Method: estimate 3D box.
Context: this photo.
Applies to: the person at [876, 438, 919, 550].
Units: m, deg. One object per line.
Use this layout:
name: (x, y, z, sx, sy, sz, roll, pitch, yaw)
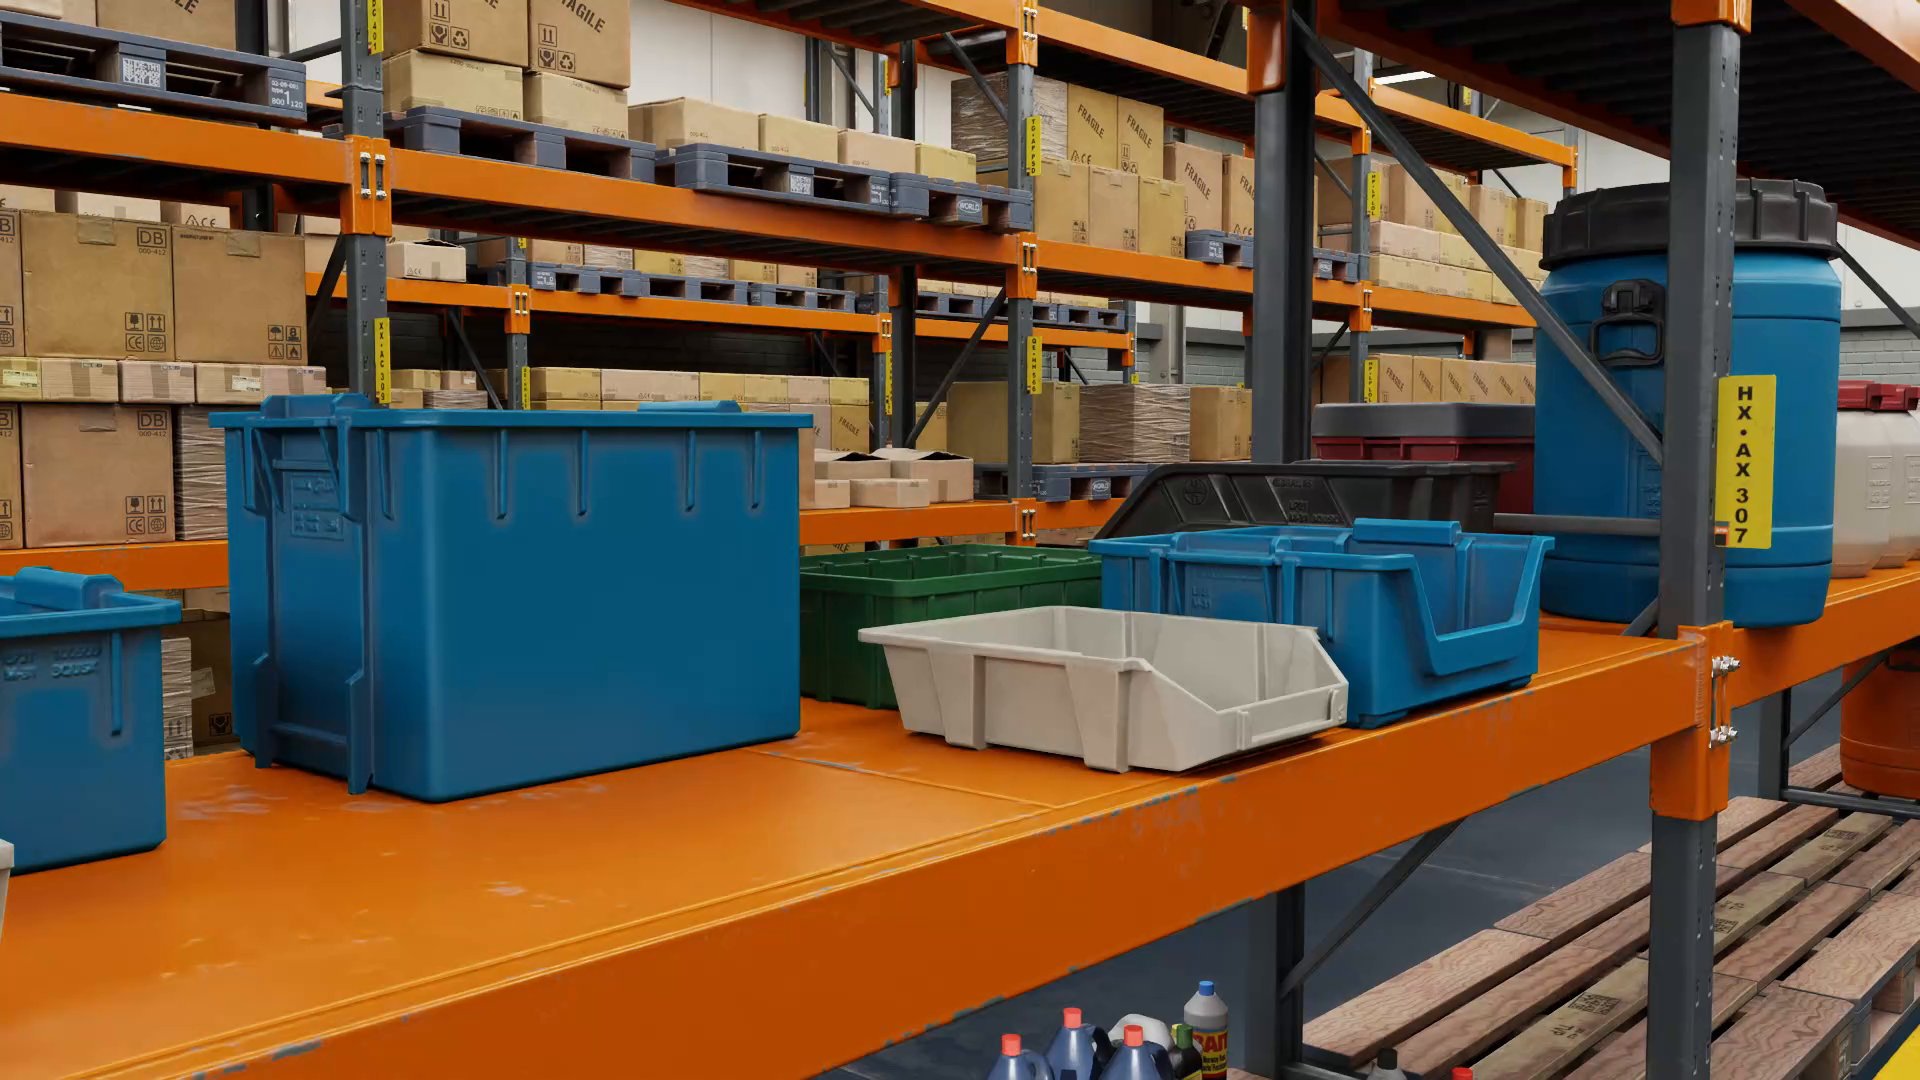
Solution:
person: (-0.536, -0.062, 14.425, 0.490, 1.673, 0.353, 3, 5, 41)
